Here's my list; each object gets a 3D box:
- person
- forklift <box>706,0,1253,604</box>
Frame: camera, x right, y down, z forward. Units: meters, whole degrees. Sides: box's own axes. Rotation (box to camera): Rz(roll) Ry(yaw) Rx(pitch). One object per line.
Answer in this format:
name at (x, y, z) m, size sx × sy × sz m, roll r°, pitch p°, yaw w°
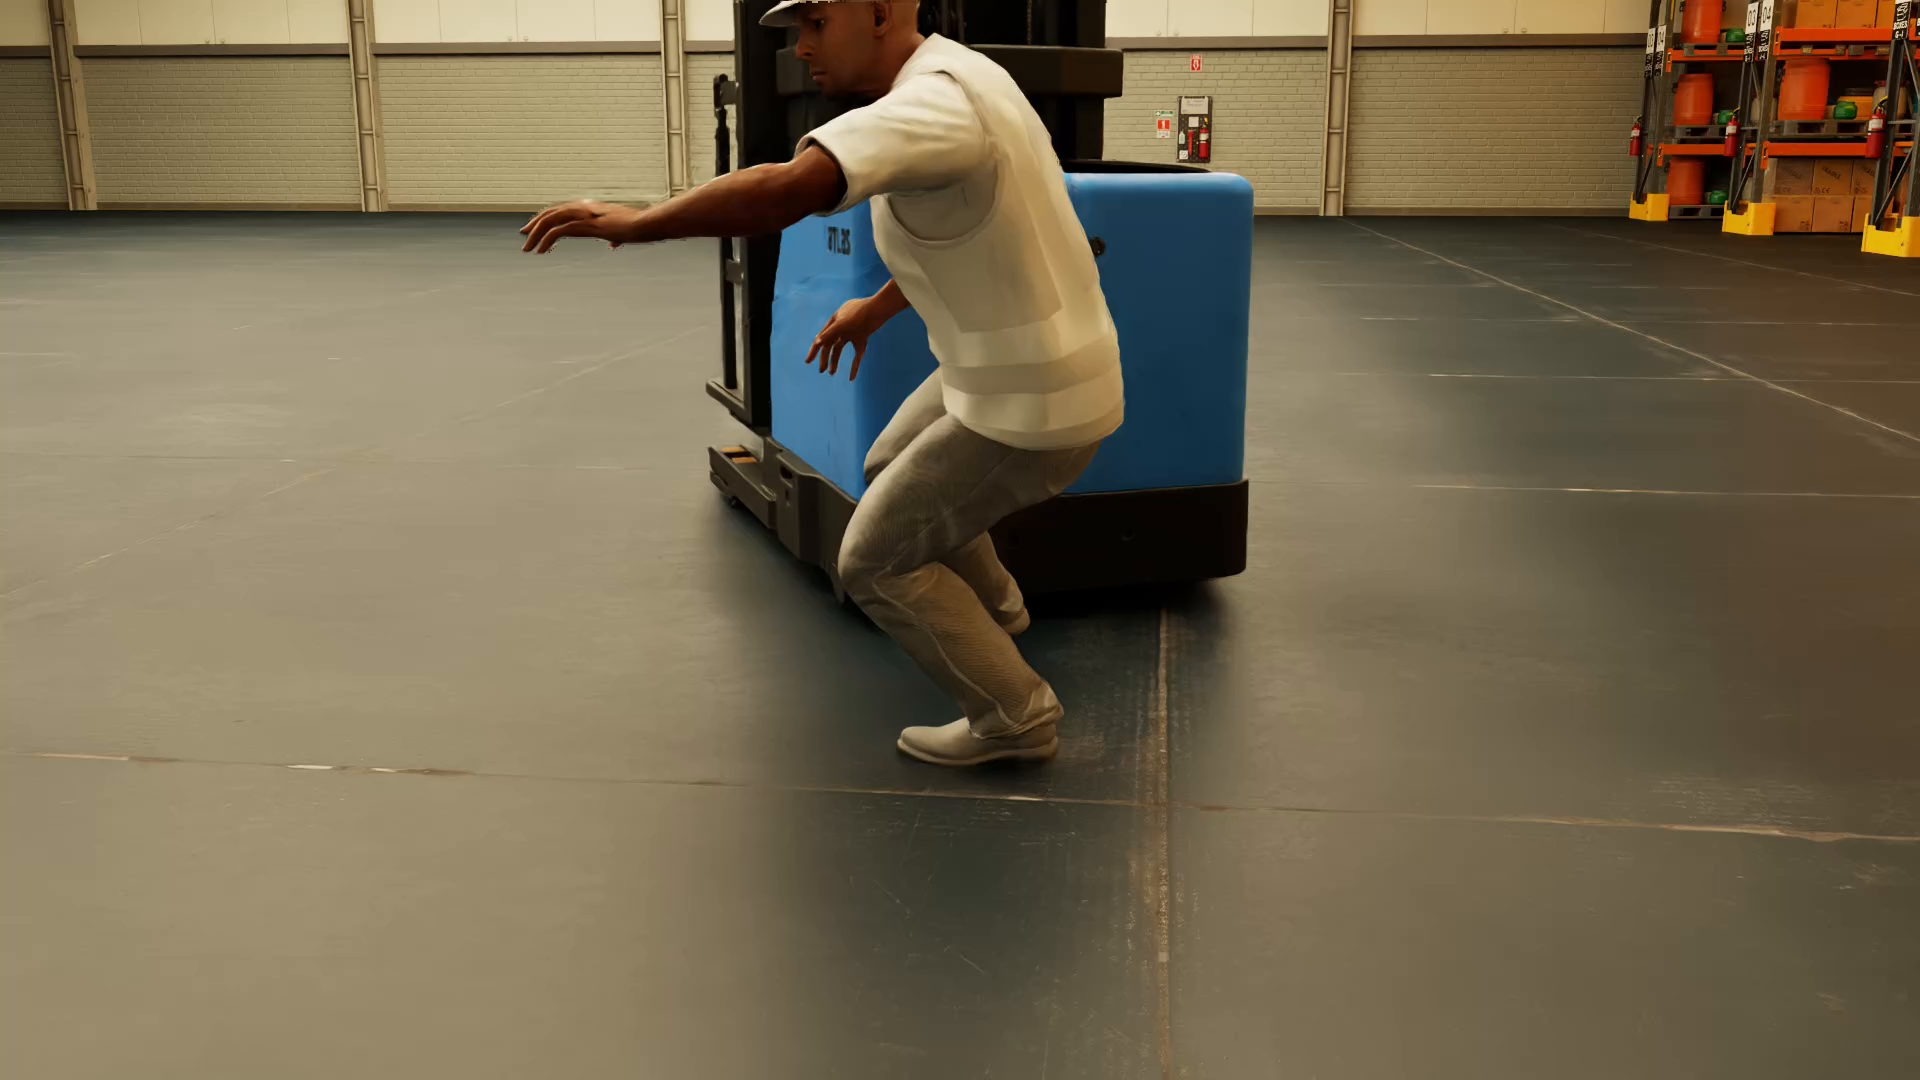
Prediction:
person at (-0.156, -0.318, 3.037) m, size 0.912 × 1.515 × 1.242 m, roll 1°, pitch 13°, yaw 5°
forklift at (-0.209, -1.559, 5.178) m, size 1.130 × 2.935 × 3.031 m, roll -4°, pitch 14°, yaw -18°
